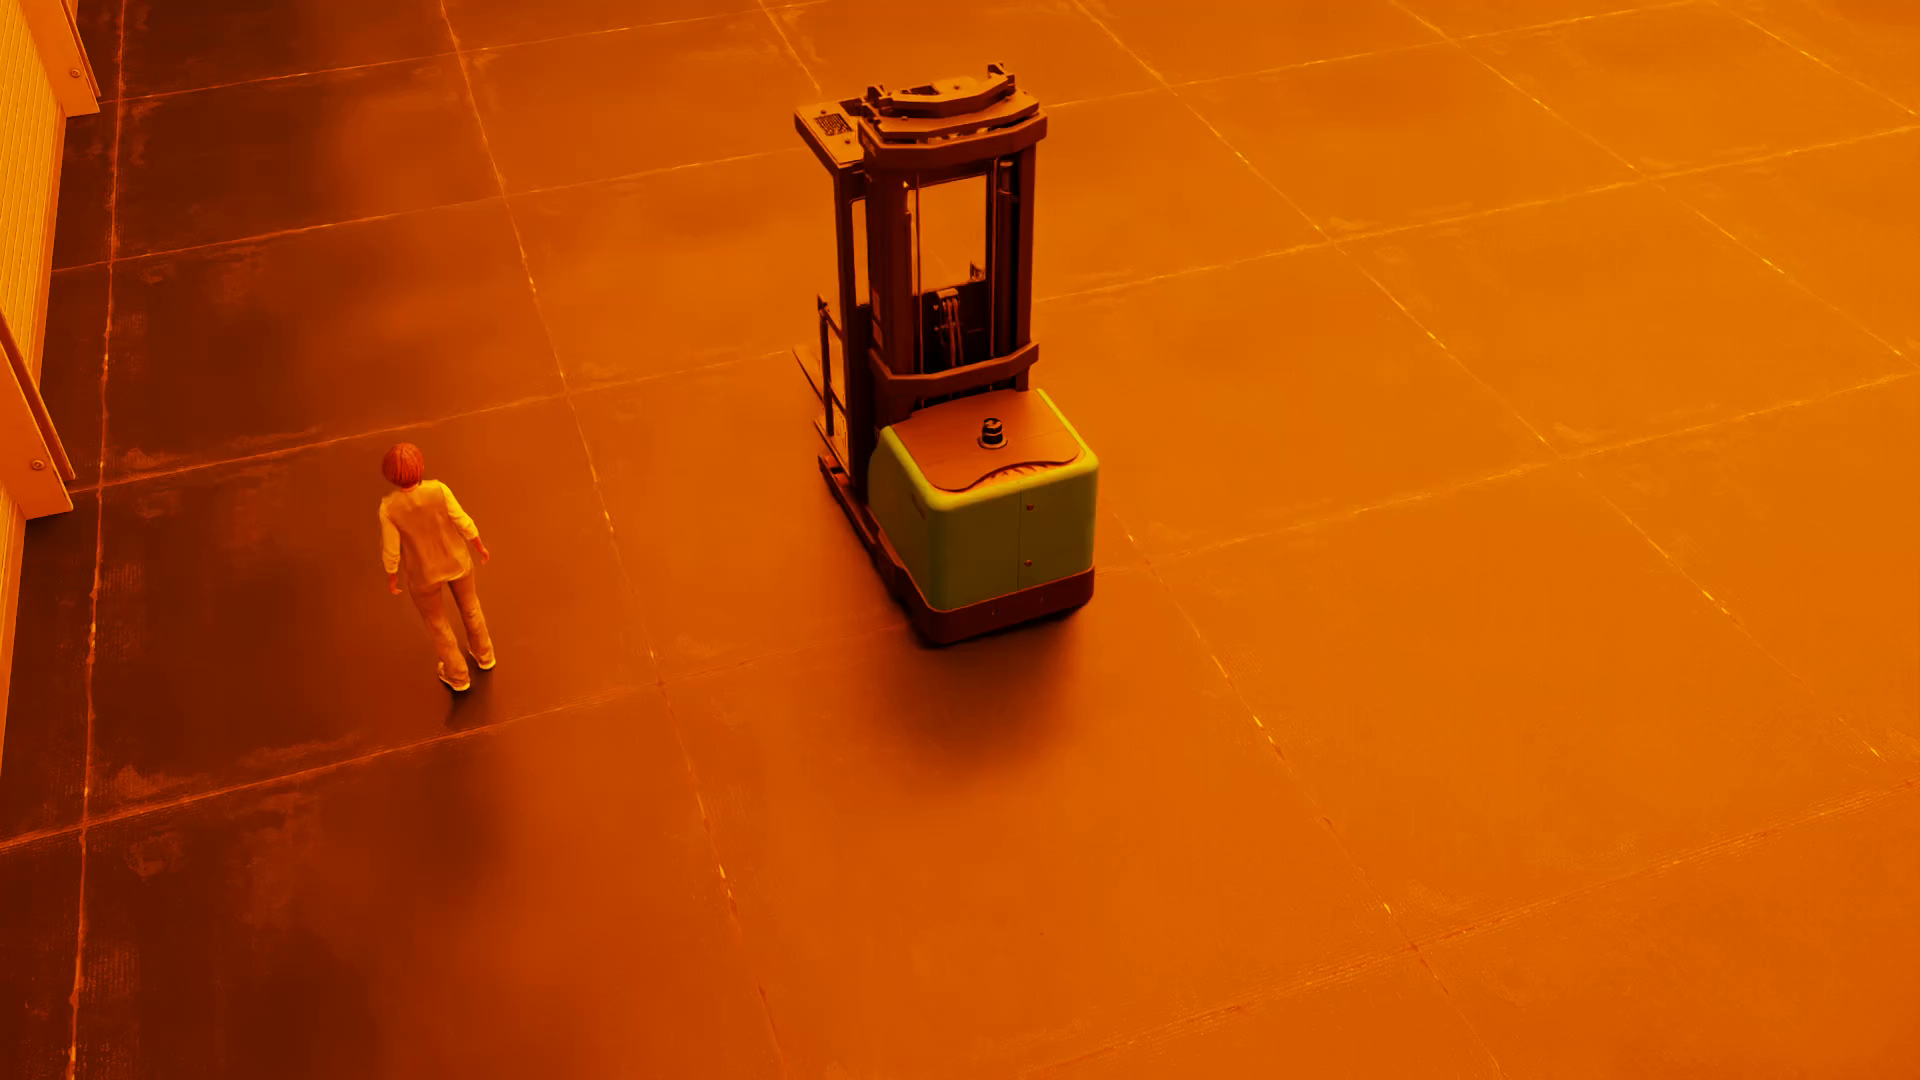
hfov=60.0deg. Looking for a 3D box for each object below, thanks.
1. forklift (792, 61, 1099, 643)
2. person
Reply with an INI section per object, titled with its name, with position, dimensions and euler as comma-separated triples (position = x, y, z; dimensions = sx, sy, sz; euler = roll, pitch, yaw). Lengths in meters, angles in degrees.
[forklift]
position = -0.260, -1.486, 9.766
dimensions = 1.130, 2.935, 3.031
euler = -15, 42, -17
[person]
position = -2.797, 0.126, 8.887
dimensions = 0.546, 1.596, 0.382
euler = -22, 45, -24
